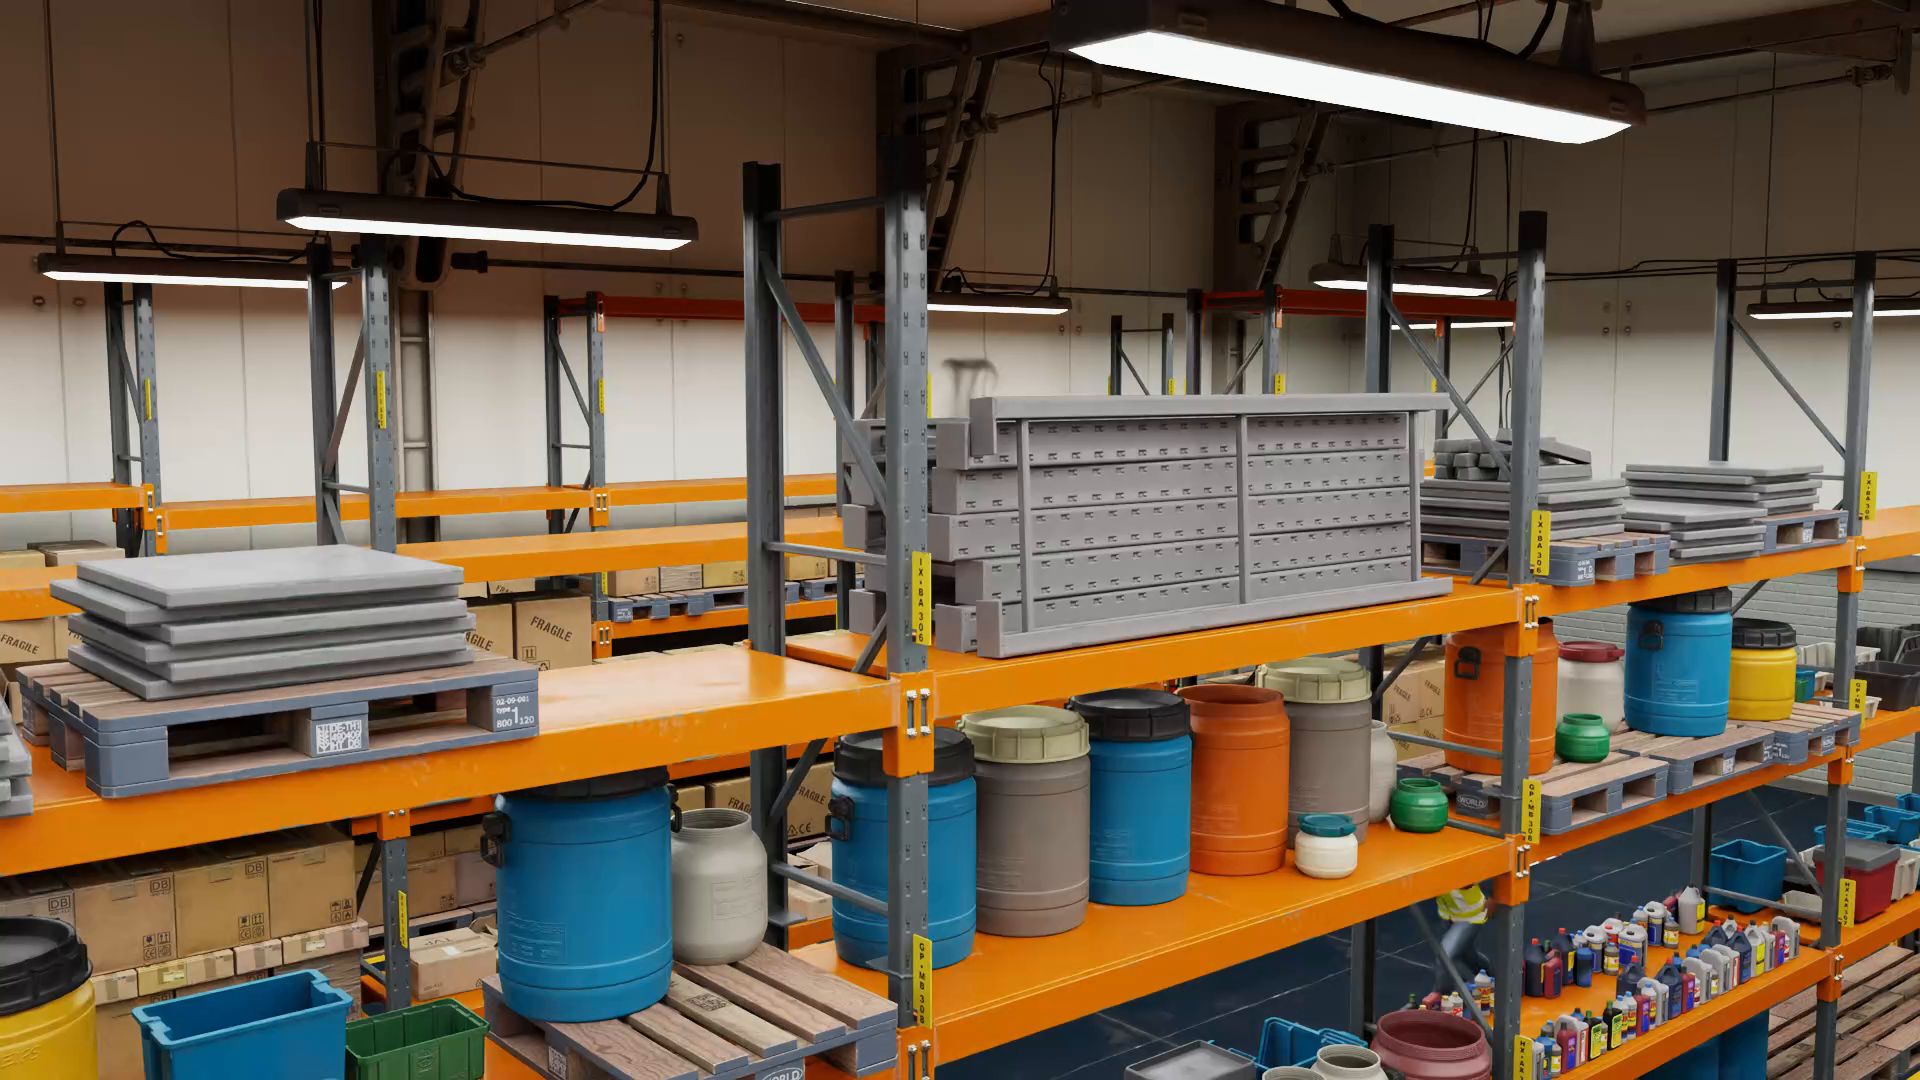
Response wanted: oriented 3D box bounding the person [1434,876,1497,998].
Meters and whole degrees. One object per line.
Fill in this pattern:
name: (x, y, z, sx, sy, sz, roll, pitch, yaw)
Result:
person: (4.039, 3.082, 13.339, 1.038, 1.716, 0.746, -3, 6, -32)
